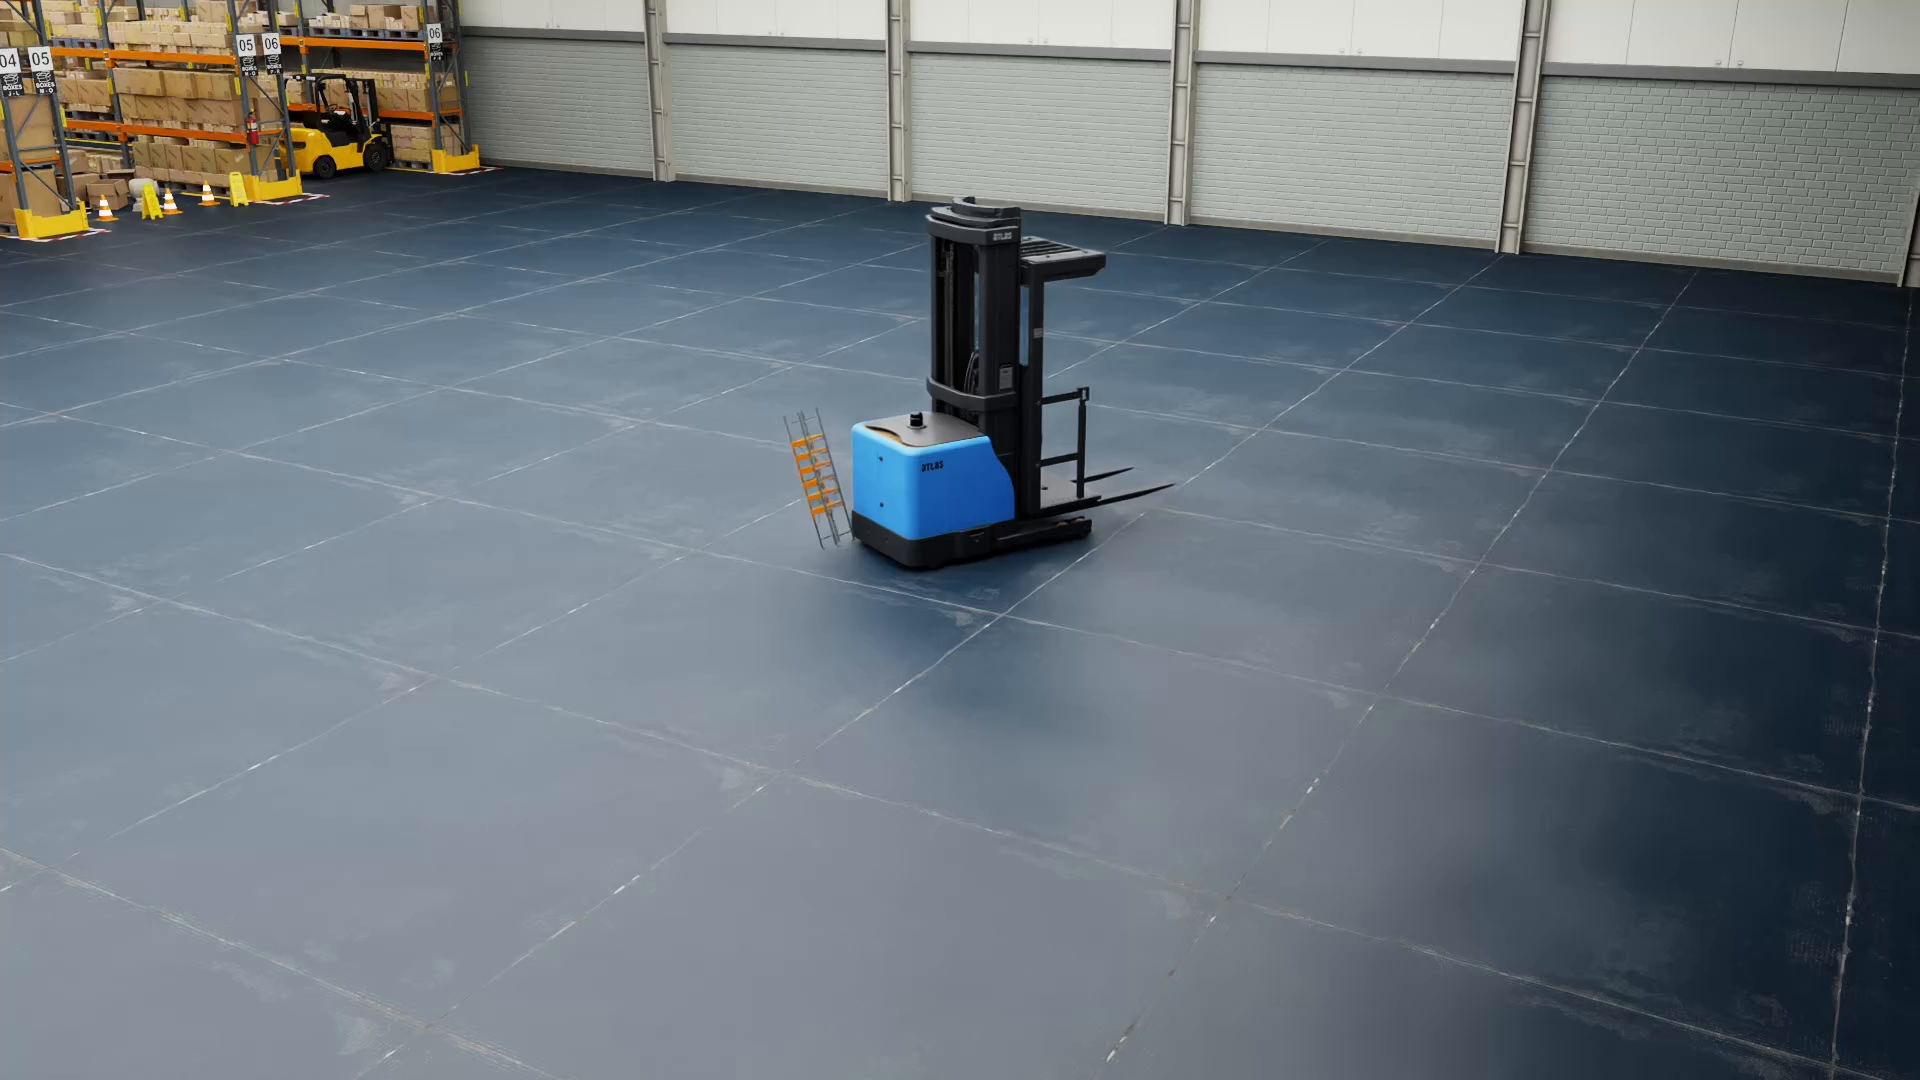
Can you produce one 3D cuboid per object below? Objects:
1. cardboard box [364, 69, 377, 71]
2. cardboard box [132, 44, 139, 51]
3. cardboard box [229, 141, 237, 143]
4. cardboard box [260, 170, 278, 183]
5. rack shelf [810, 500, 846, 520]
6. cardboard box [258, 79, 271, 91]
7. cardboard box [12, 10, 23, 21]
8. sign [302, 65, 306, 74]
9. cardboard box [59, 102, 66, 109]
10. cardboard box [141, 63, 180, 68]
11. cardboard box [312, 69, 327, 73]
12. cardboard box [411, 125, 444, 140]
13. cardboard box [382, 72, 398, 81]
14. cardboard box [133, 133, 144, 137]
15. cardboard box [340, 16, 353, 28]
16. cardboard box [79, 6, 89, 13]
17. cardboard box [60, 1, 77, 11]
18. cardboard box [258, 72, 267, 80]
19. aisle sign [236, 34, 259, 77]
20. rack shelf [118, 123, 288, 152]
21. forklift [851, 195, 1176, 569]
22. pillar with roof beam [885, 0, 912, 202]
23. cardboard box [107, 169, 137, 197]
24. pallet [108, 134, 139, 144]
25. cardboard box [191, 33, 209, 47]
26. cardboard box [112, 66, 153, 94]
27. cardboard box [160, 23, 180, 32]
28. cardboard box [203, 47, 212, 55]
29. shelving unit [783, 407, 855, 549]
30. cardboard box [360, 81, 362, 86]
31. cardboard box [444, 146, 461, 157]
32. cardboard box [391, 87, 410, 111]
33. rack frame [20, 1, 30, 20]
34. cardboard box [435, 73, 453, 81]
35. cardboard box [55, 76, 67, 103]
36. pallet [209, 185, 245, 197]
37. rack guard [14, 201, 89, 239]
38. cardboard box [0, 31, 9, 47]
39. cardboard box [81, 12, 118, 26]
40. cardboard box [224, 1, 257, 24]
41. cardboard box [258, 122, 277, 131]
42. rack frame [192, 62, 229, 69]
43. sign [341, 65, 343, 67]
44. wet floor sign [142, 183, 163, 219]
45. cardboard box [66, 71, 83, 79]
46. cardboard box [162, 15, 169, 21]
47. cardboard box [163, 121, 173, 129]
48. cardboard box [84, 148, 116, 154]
[{"bbox_3d":[-13.682,-10.911,38.810,0.250,0.149,0.380,10,22,26],"label":"cardboard box"},{"bbox_3d":[-16.803,-10.169,34.268,0.250,0.149,0.380,11,23,27],"label":"cardboard box"},{"bbox_3d":[-15.418,-8.055,34.785,0.500,0.500,0.500,11,23,28],"label":"cardboard box"},{"bbox_3d":[-14.505,-7.527,34.430,0.500,0.250,0.500,11,22,27],"label":"cardboard box"},{"bbox_3d":[-1.141,-0.261,14.413,0.180,0.103,0.258,-9,9,43],"label":"rack shelf"},{"bbox_3d":[-16.459,-10.889,39.770,0.500,0.250,0.500,11,23,28],"label":"cardboard box"},{"bbox_3d":[-24.338,-13.702,43.421,0.500,0.250,0.500,10,22,26],"label":"cardboard box"},{"bbox_3d":[-15.266,-10.893,38.711,0.005,0.325,0.100,11,23,27],"label":"sign"},{"bbox_3d":[-19.339,-9.423,35.993,0.250,0.149,0.380,12,23,29],"label":"cardboard box"},{"bbox_3d":[-20.017,-11.677,41.686,0.637,0.503,0.797,10,22,26],"label":"cardboard box"},{"bbox_3d":[-14.876,-10.899,38.777,0.250,0.149,0.380,11,23,28],"label":"cardboard box"},{"bbox_3d":[-12.072,-9.242,37.693,0.500,0.250,0.500,12,23,29],"label":"cardboard box"},{"bbox_3d":[-12.868,-10.513,37.713,0.250,0.149,0.380,11,23,29],"label":"cardboard box"},{"bbox_3d":[-20.778,-10.584,42.493,0.500,0.500,0.500,10,22,26],"label":"cardboard box"},{"bbox_3d":[-13.862,-11.803,37.838,0.258,0.266,0.396,10,22,26],"label":"cardboard box"},{"bbox_3d":[-21.947,-13.375,41.908,0.250,0.149,0.380,12,23,29],"label":"cardboard box"},{"bbox_3d":[-22.552,-13.606,42.425,0.500,0.250,0.500,11,23,27],"label":"cardboard box"},{"bbox_3d":[-16.546,-11.095,39.753,0.250,0.149,0.380,11,23,28],"label":"cardboard box"},{"bbox_3d":[-14.023,-9.531,32.726,0.004,0.787,0.394,11,23,27],"label":"aisle sign"},{"bbox_3d":[-15.681,-8.400,34.476,4.000,0.370,1.077,11,23,27],"label":"rack shelf"},{"bbox_3d":[0.564,-1.506,14.516,3.031,2.935,1.130,-13,24,-31],"label":"forklift"},{"bbox_3d":[-3.309,-9.811,28.513,0.400,9.000,9.100,11,23,27],"label":"pillar with roof beam"},{"bbox_3d":[-17.156,-7.314,34.088,0.500,0.500,0.500,-7,21,-20],"label":"cardboard box"},{"bbox_3d":[-21.266,-10.444,43.146,1.213,0.211,1.003,11,23,27],"label":"pallet"},{"bbox_3d":[-14.946,-9.978,33.156,0.500,0.250,0.500,10,22,27],"label":"cardboard box"},{"bbox_3d":[-17.149,-9.590,34.652,0.500,0.500,0.700,11,22,27],"label":"cardboard box"},{"bbox_3d":[-15.914,-10.354,33.608,0.250,0.149,0.380,11,23,28],"label":"cardboard box"},{"bbox_3d":[-14.832,-9.760,33.138,0.250,0.149,0.380,12,23,29],"label":"cardboard box"},{"bbox_3d":[-1.217,-0.533,14.380,0.189,1.200,0.258,-9,9,43],"label":"shelving unit"},{"bbox_3d":[-13.520,-10.507,38.130,0.250,0.149,0.380,10,22,26],"label":"cardboard box"},{"bbox_3d":[-11.851,-8.929,38.294,0.500,0.250,0.500,11,23,28],"label":"cardboard box"},{"bbox_3d":[-12.524,-10.024,37.750,0.500,0.500,0.500,12,23,29],"label":"cardboard box"},{"bbox_3d":[-20.919,-12.556,36.081,0.127,3.000,1.000,11,23,27],"label":"rack frame"},{"bbox_3d":[-11.707,-10.495,37.662,0.250,0.149,0.380,10,22,26],"label":"cardboard box"},{"bbox_3d":[-19.281,-9.720,35.861,0.500,0.500,0.500,10,22,25],"label":"cardboard box"},{"bbox_3d":[-14.694,-7.253,34.348,1.213,0.211,1.003,11,23,27],"label":"pallet"},{"bbox_3d":[-16.240,-5.736,29.742,0.348,0.500,1.175,11,23,27],"label":"rack guard"},{"bbox_3d":[-16.825,-8.637,28.697,0.500,0.250,0.500,11,23,28],"label":"cardboard box"},{"bbox_3d":[-17.996,-10.901,34.788,0.500,0.250,0.500,11,23,29],"label":"cardboard box"},{"bbox_3d":[-17.100,-12.553,39.563,0.500,0.500,0.500,11,23,29],"label":"cardboard box"},{"bbox_3d":[-14.131,-8.405,33.804,0.250,0.149,0.380,11,23,28],"label":"cardboard box"},{"bbox_3d":[-18.502,-11.214,41.179,0.127,3.000,1.000,11,23,27],"label":"rack frame"},{"bbox_3d":[-14.741,-11.159,39.640,0.005,0.325,0.100,11,23,27],"label":"sign"},{"bbox_3d":[-15.270,-6.393,31.340,0.232,0.644,0.267,7,21,18],"label":"wet floor sign"},{"bbox_3d":[-18.799,-9.919,35.458,0.250,0.149,0.380,10,22,25],"label":"cardboard box"},{"bbox_3d":[-19.363,-12.829,40.866,0.250,0.149,0.380,11,23,28],"label":"cardboard box"},{"bbox_3d":[-16.197,-8.589,34.311,0.250,0.149,0.380,11,23,28],"label":"cardboard box"},{"bbox_3d":[-19.124,-8.353,36.529,0.625,0.372,0.950,12,23,29],"label":"cardboard box"}]
